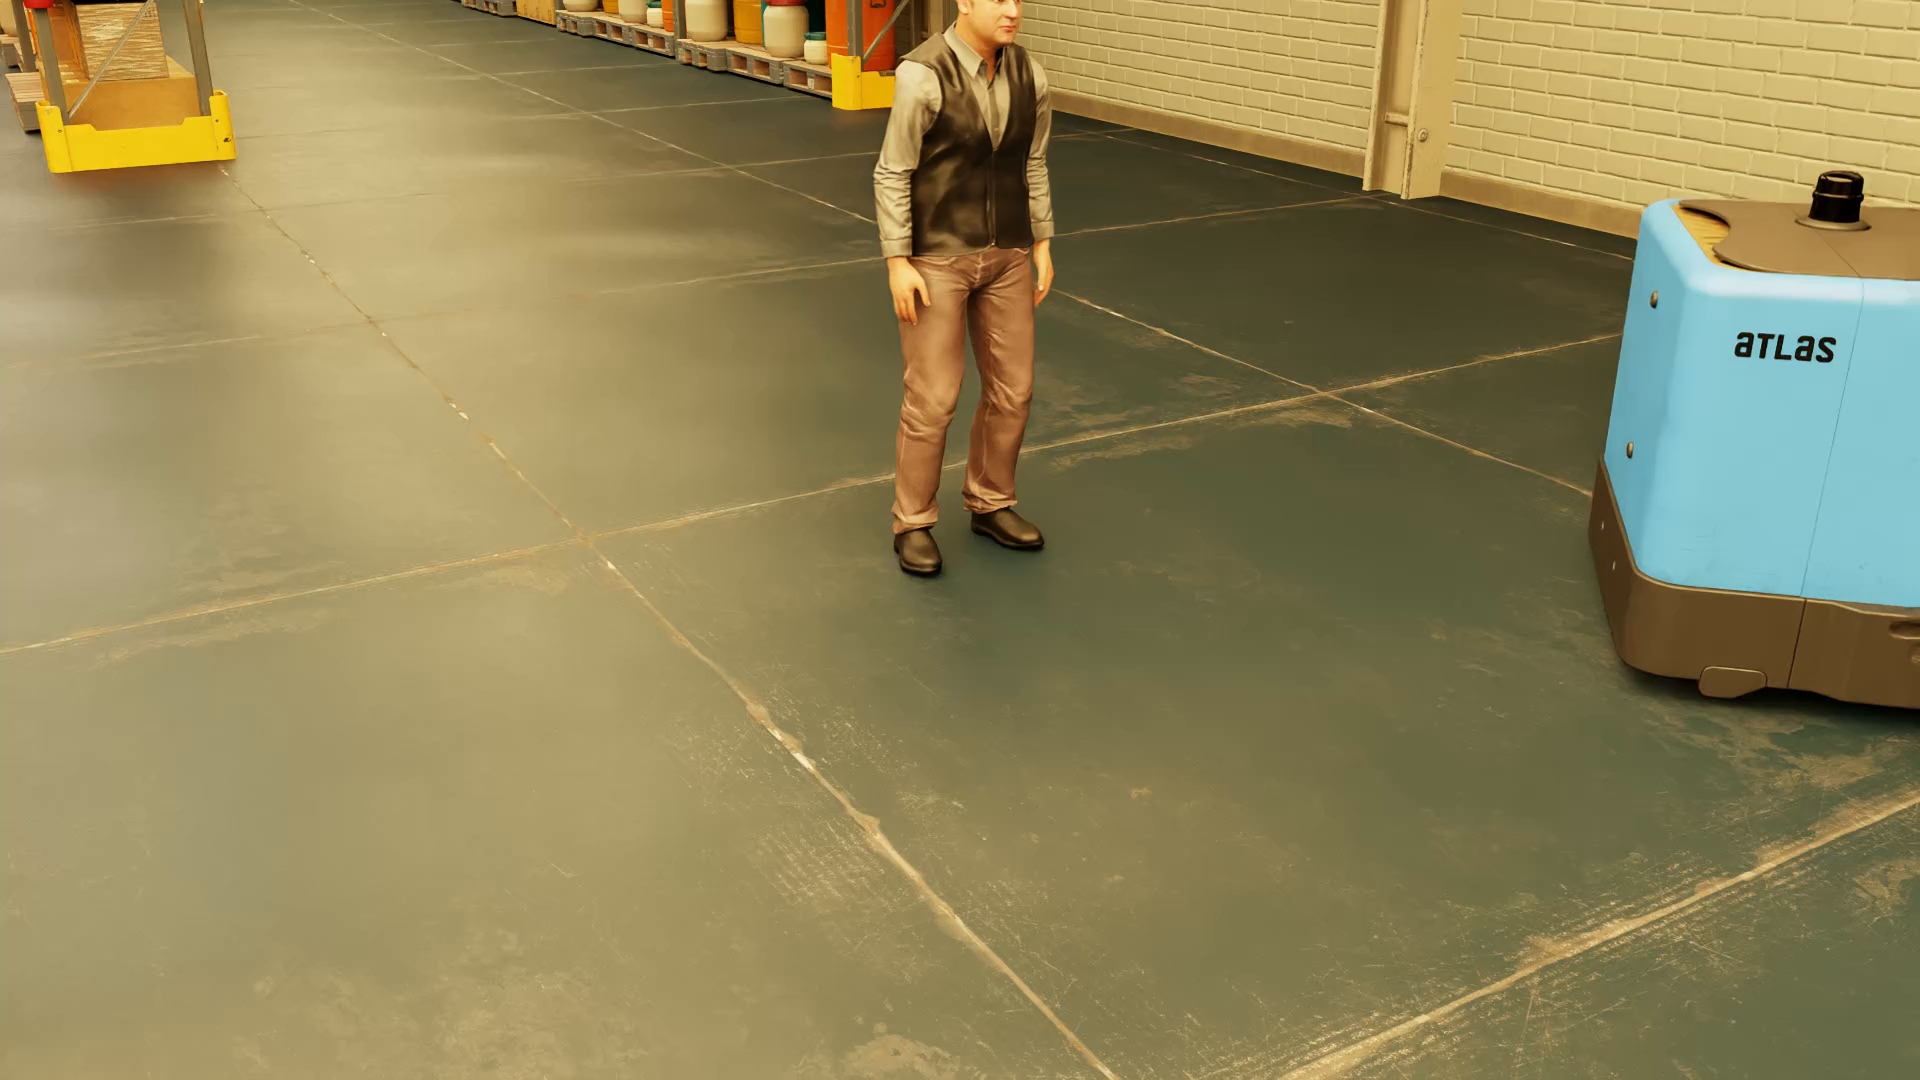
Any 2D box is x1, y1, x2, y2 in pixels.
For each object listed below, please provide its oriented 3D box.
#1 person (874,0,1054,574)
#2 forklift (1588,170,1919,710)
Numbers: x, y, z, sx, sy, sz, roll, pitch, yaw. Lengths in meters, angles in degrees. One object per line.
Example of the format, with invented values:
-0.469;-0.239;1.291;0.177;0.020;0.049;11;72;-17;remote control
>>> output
0.017;-0.796;4.811;0.589;1.720;0.424;-14;26;-31;person
3.248;-1.011;3.737;3.031;2.935;1.130;6;23;13;forklift
